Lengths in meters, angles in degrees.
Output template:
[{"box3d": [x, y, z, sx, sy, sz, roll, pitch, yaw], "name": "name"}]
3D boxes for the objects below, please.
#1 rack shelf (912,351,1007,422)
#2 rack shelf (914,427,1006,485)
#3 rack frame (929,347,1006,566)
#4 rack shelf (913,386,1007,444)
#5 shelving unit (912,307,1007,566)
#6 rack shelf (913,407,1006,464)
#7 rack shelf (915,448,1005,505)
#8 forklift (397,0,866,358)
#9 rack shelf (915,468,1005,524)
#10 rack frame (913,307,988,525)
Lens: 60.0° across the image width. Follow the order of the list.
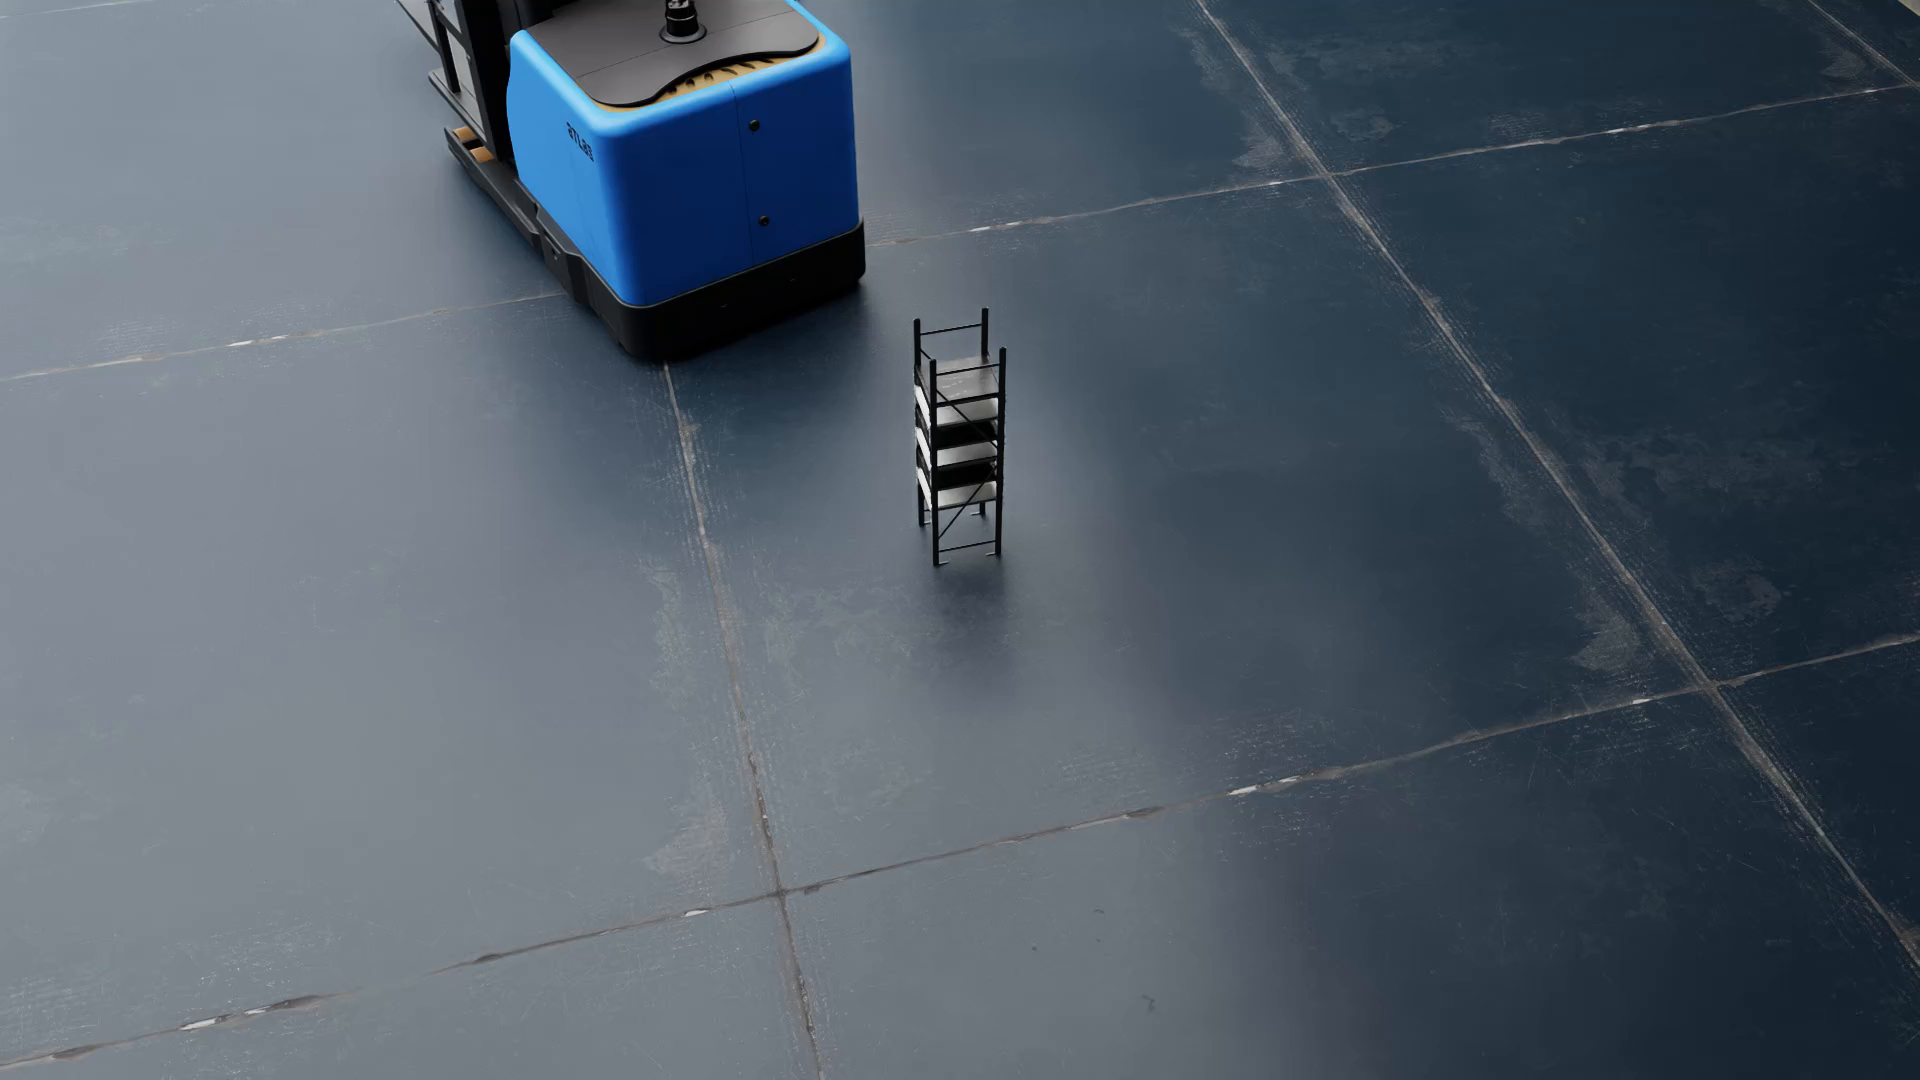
[{"box3d": [-0.002, -0.486, 5.265, 0.258, 0.077, 0.200, -11, 47, -10], "name": "rack shelf"}, {"box3d": [-0.002, -0.297, 5.458, 0.258, 0.077, 0.200, -11, 47, -10], "name": "rack shelf"}, {"box3d": [0.024, -0.250, 5.365, 0.240, 0.900, 0.006, -11, 47, -10], "name": "rack frame"}, {"box3d": [-0.002, -0.423, 5.329, 0.258, 0.077, 0.200, -11, 47, -10], "name": "rack shelf"}, {"box3d": [-0.002, -0.321, 5.434, 0.258, 0.900, 0.210, -11, 47, -10], "name": "shelving unit"}, {"box3d": [-0.002, -0.360, 5.394, 0.258, 0.077, 0.200, -11, 47, -10], "name": "rack shelf"}, {"box3d": [-0.002, -0.234, 5.522, 0.258, 0.077, 0.200, -11, 47, -10], "name": "rack shelf"}, {"box3d": [-1.612, -2.745, 6.388, 1.130, 2.935, 3.031, -25, 51, -23], "name": "forklift"}, {"box3d": [-0.002, -0.171, 5.586, 0.258, 0.077, 0.200, -11, 47, -10], "name": "rack shelf"}, {"box3d": [-0.028, -0.391, 5.503, 0.240, 0.900, 0.006, -11, 47, -10], "name": "rack frame"}]
